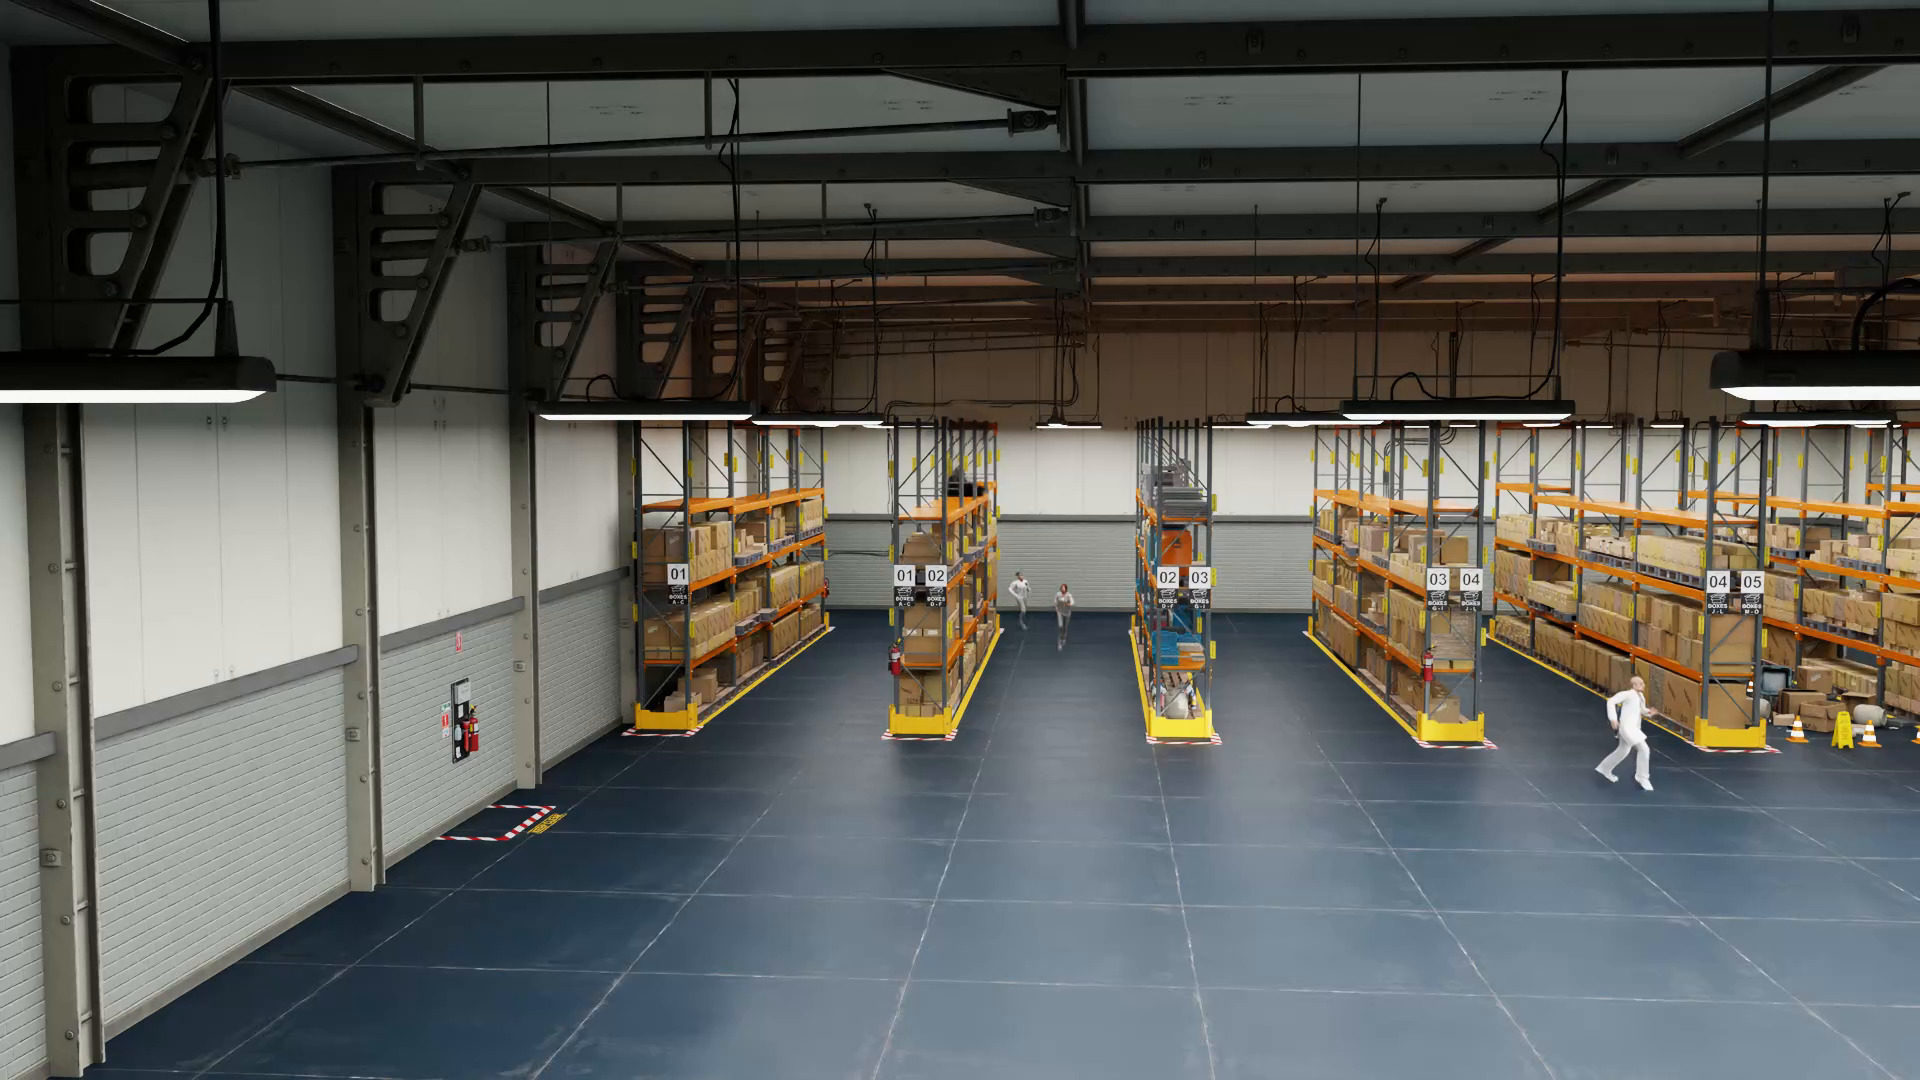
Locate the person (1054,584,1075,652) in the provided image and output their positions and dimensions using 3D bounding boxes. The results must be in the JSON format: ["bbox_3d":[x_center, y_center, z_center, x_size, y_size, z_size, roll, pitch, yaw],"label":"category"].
[{"bbox_3d":[2.626,1.930,41.870,0.511,1.686,0.735,0,4,3],"label":"person"}]

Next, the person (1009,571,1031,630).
[{"bbox_3d":[1.774,1.752,48.172,0.610,1.733,0.698,-2,4,-33],"label":"person"}]

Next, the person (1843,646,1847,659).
[{"bbox_3d":[22.127,2.115,41.892,0.687,1.738,0.551,0,4,-5],"label":"person"}]

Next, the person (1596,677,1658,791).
[{"bbox_3d":[10.732,3.096,26.791,0.942,1.832,0.740,3,5,42],"label":"person"}]
